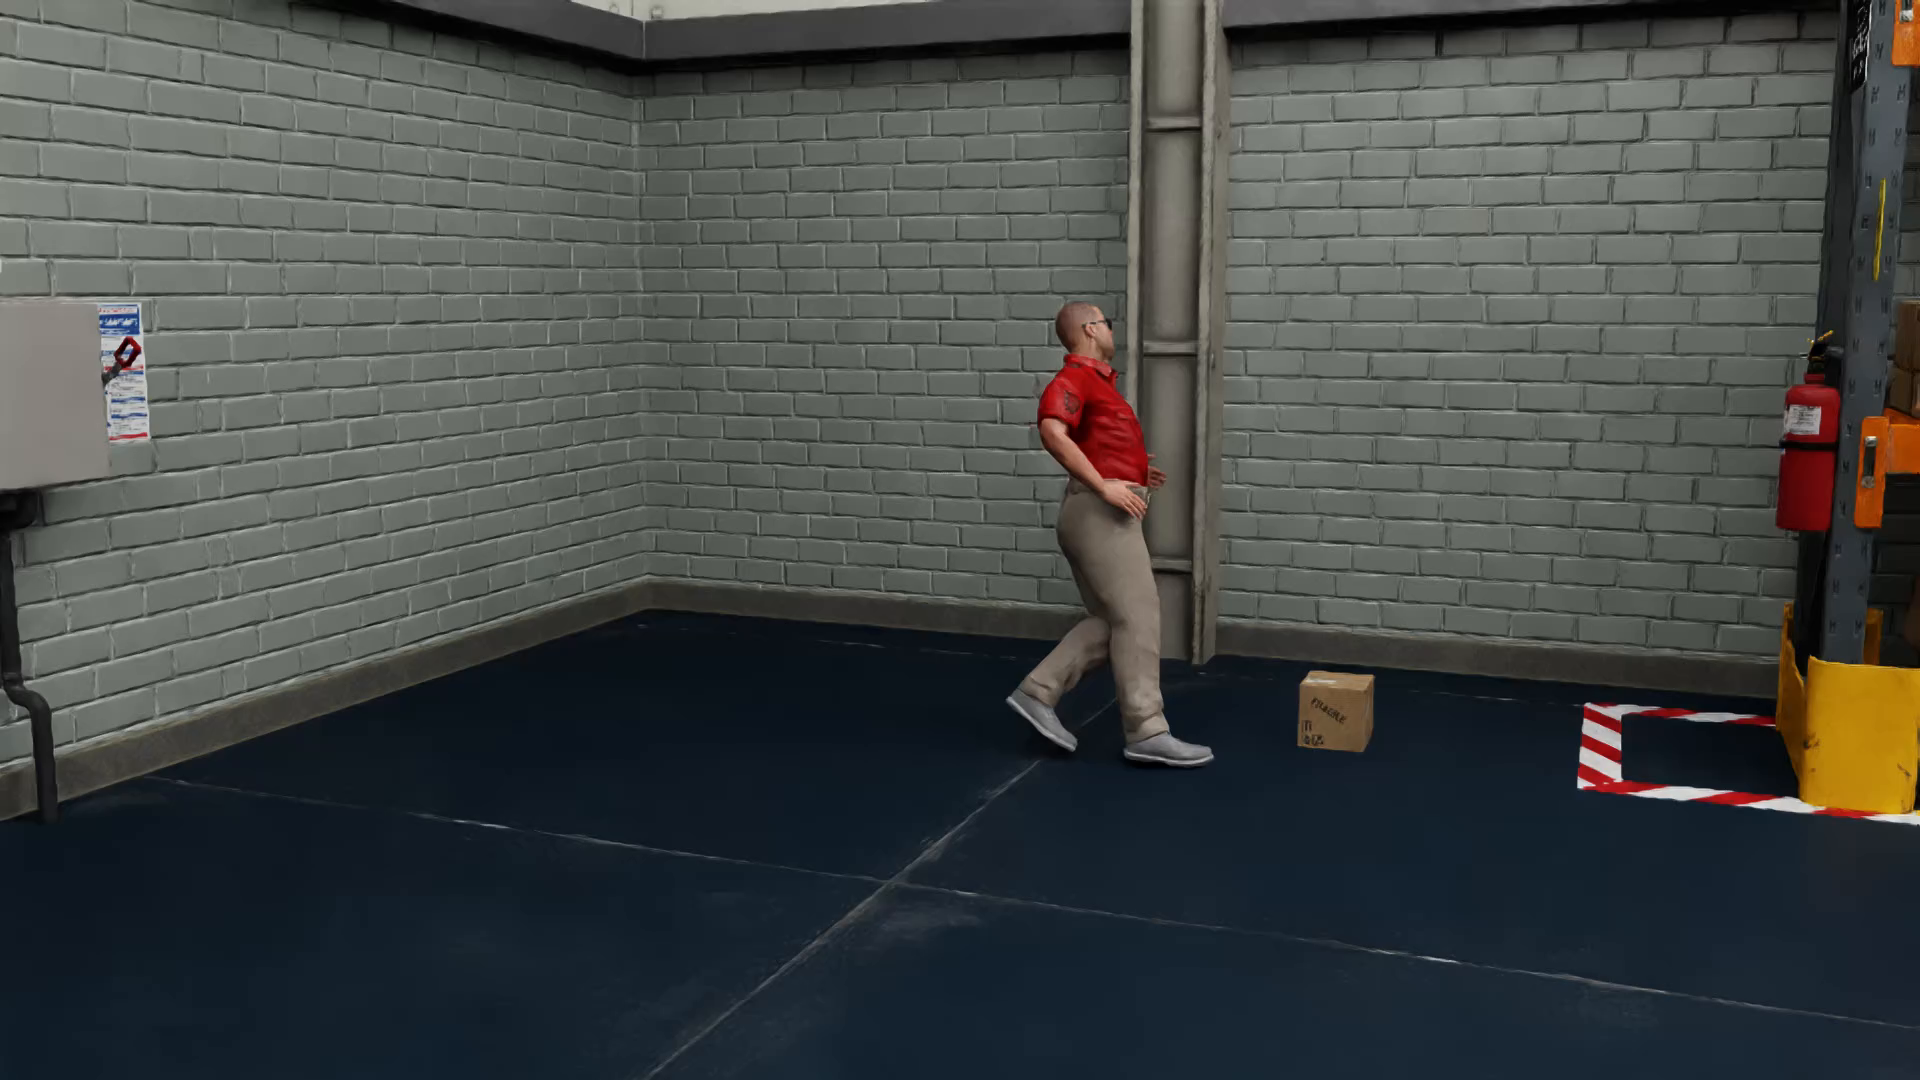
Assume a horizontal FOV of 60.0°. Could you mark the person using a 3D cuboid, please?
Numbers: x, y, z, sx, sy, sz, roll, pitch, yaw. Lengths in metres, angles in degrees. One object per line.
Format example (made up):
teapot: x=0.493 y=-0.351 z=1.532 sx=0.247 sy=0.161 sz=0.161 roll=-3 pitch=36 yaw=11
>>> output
person: x=0.569 y=-0.051 z=6.290 sx=0.743 sy=1.682 sz=0.684 roll=0 pitch=9 yaw=1
